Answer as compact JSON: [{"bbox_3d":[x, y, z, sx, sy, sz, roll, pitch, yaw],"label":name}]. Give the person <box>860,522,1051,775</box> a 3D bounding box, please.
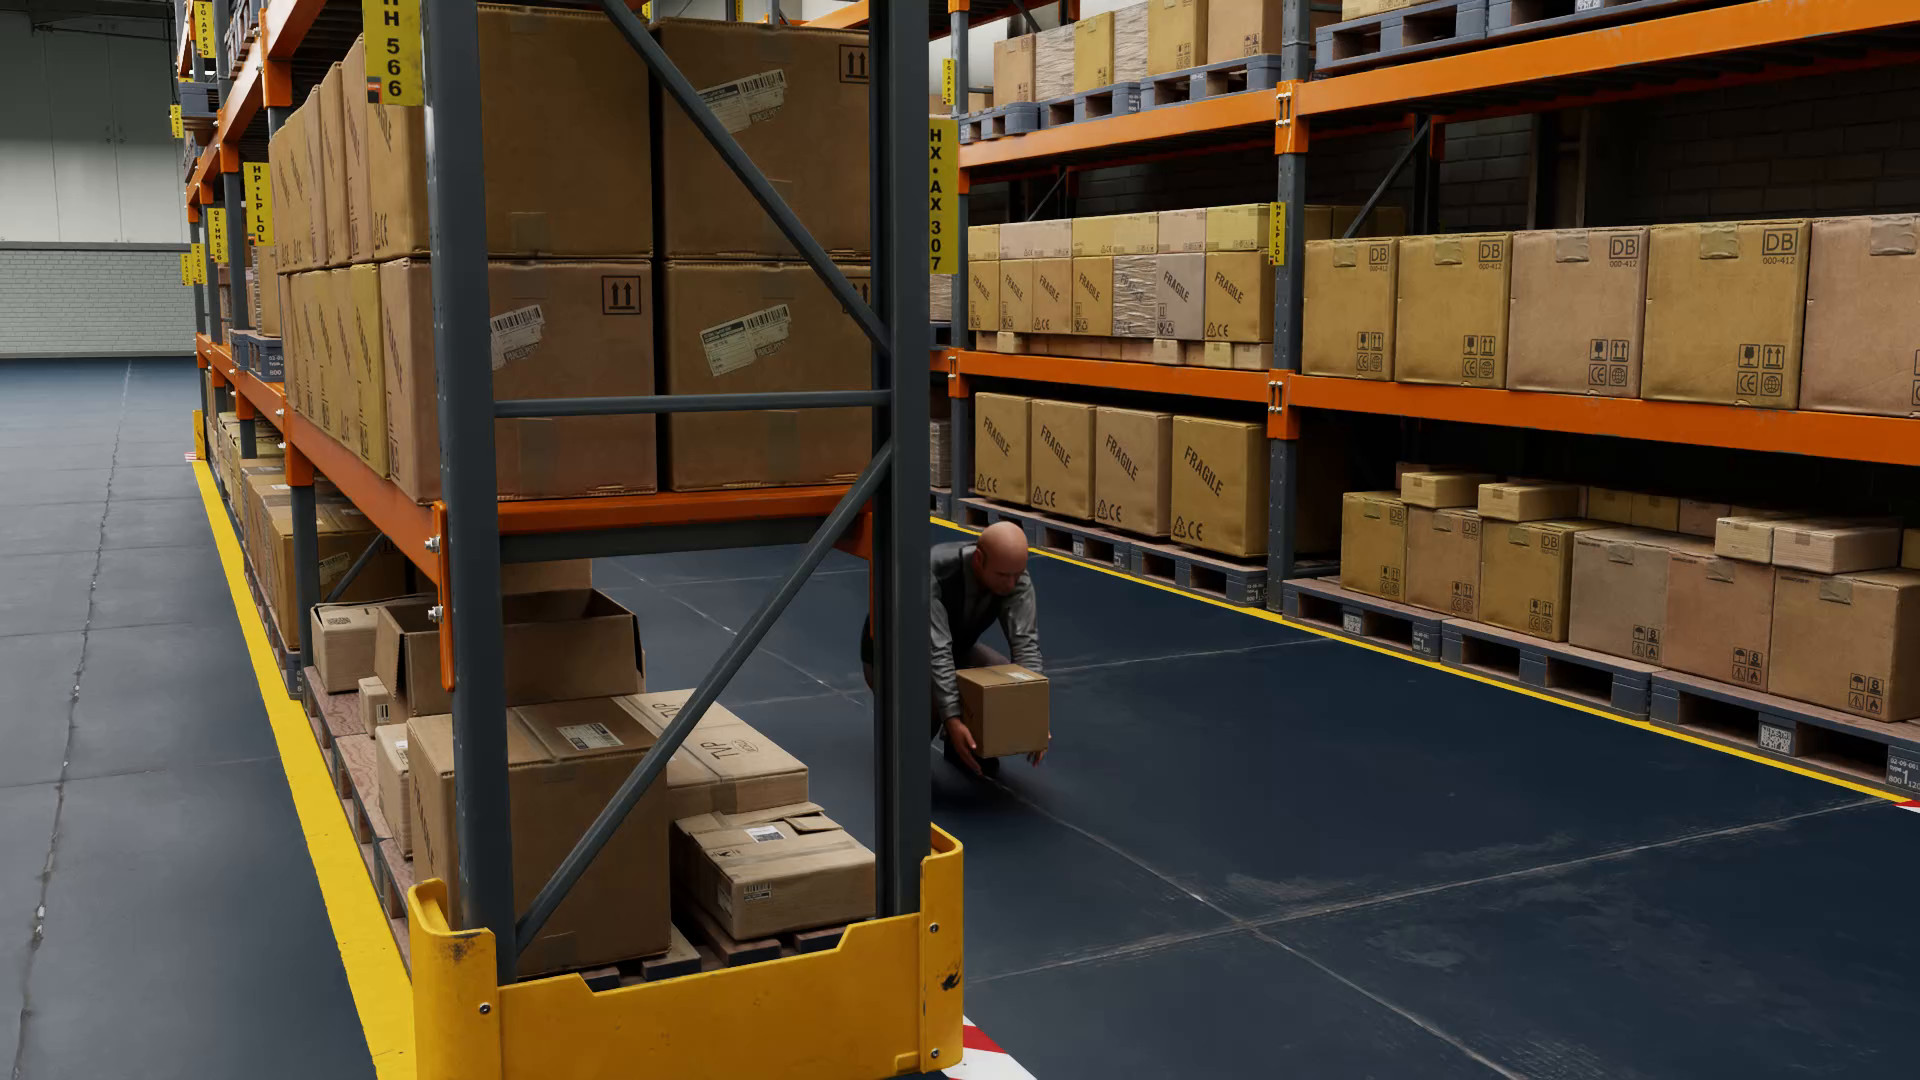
[{"bbox_3d":[-0.012,0.388,5.940,0.524,0.965,0.881,-4,9,-27],"label":"person"}]
